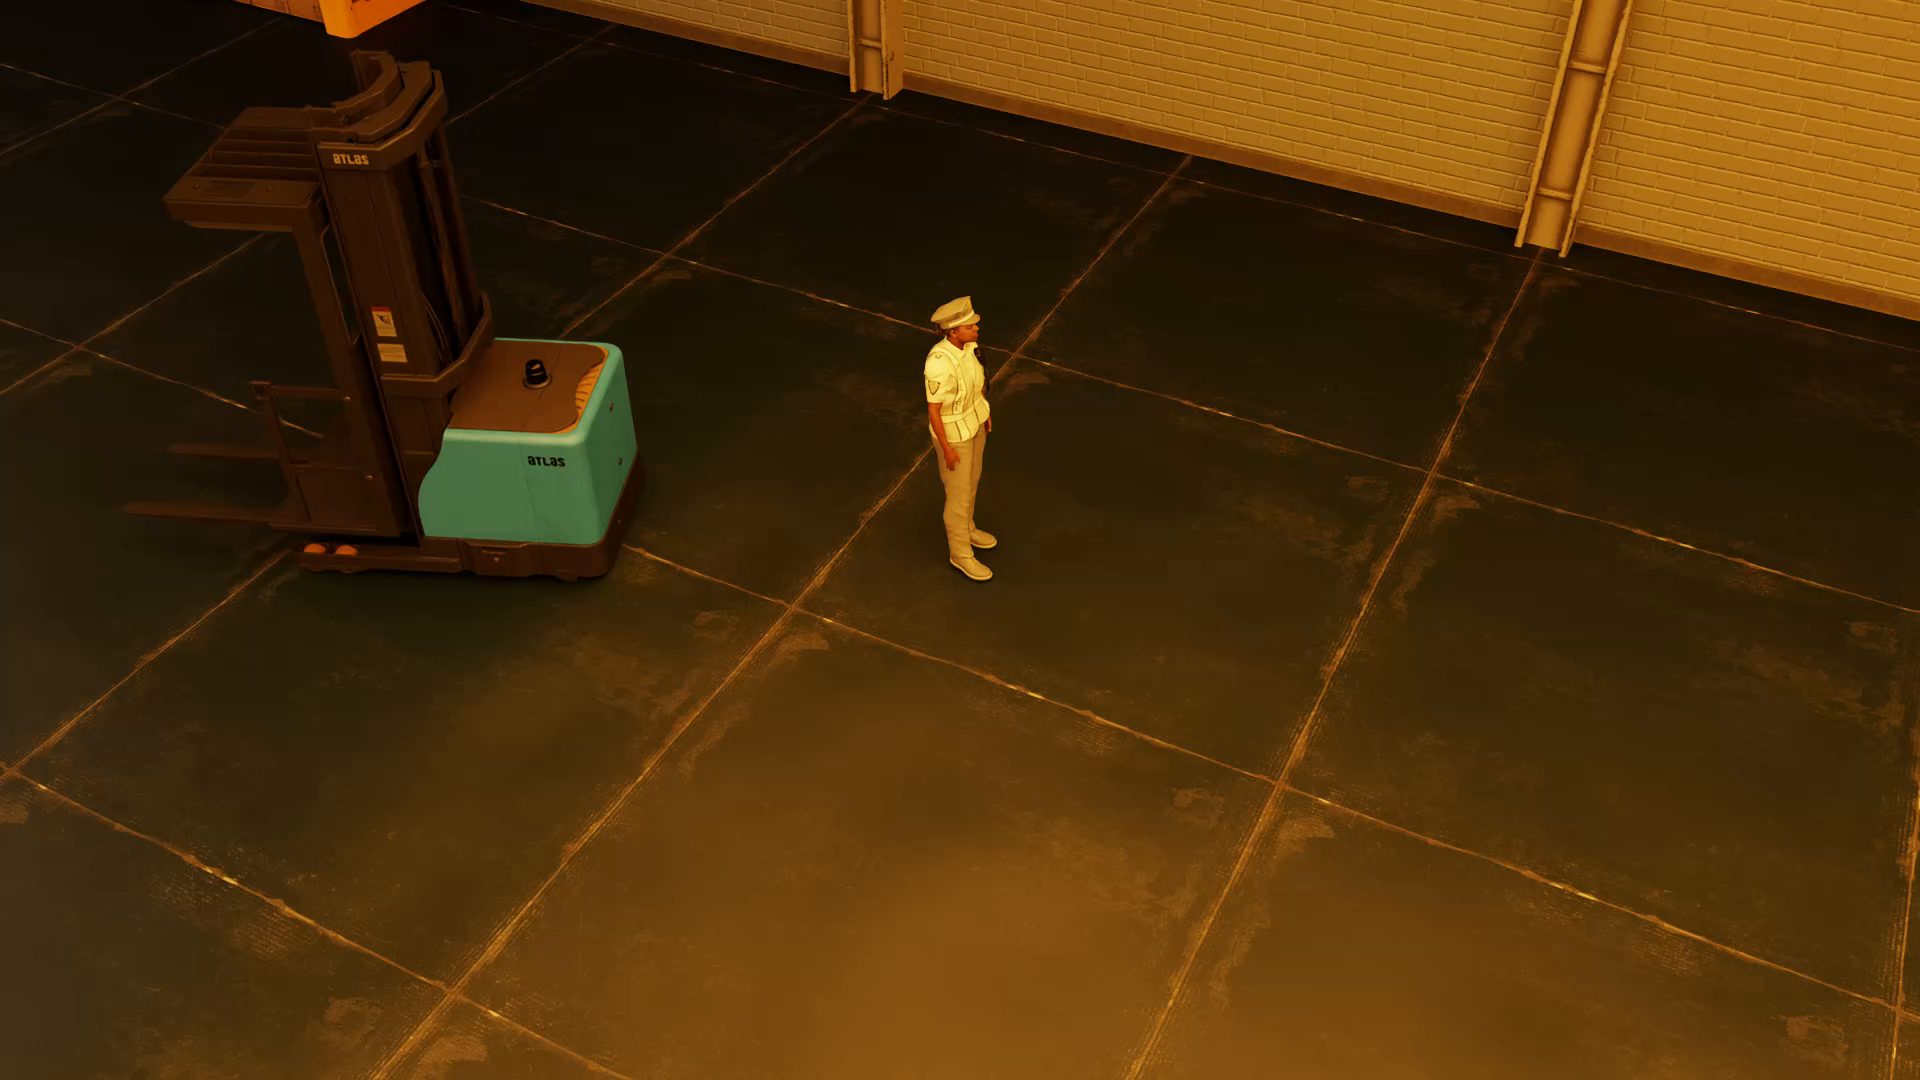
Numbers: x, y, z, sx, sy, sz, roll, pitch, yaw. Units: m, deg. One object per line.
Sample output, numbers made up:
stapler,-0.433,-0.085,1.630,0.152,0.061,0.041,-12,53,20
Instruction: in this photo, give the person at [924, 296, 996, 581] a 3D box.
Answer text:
person,0.058,-0.620,9.671,0.528,1.697,0.570,18,43,21

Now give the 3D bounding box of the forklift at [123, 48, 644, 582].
forklift,-3.561,-1.258,9.481,3.031,2.935,1.130,3,40,4
